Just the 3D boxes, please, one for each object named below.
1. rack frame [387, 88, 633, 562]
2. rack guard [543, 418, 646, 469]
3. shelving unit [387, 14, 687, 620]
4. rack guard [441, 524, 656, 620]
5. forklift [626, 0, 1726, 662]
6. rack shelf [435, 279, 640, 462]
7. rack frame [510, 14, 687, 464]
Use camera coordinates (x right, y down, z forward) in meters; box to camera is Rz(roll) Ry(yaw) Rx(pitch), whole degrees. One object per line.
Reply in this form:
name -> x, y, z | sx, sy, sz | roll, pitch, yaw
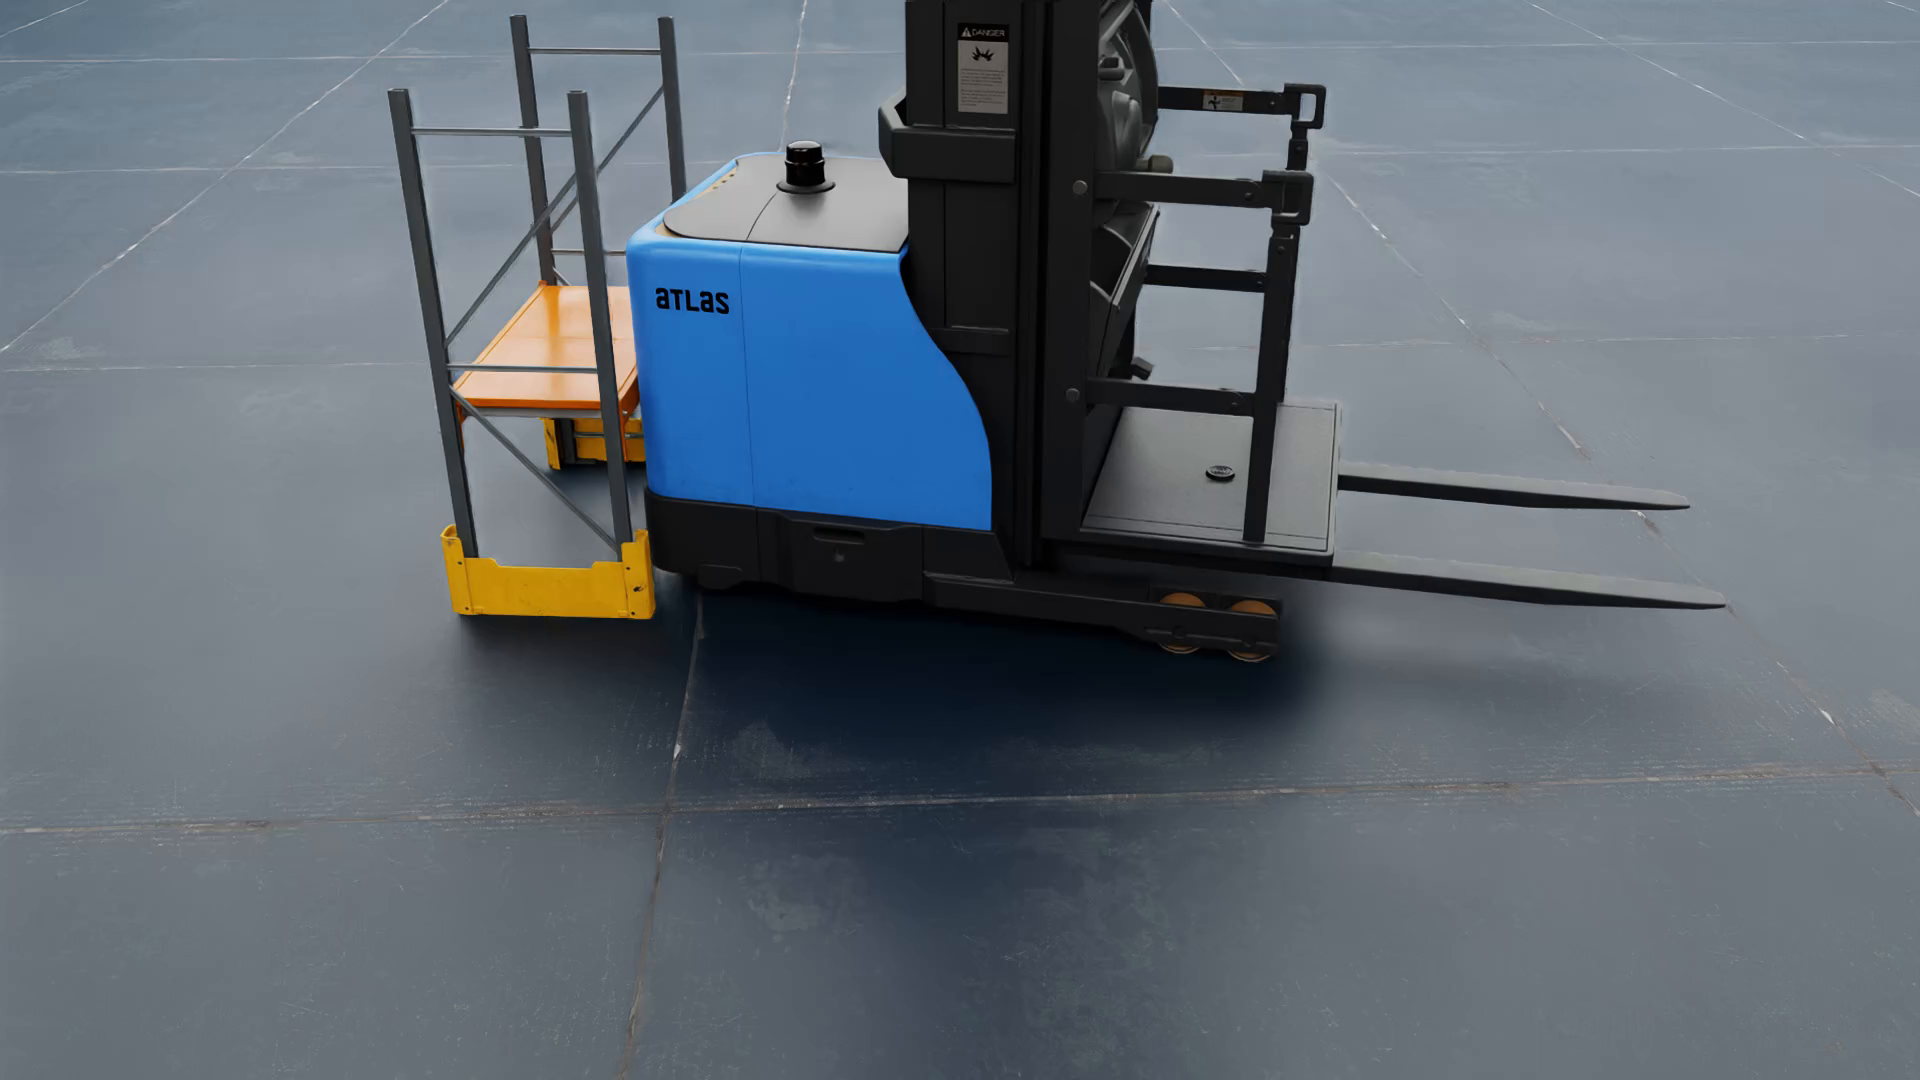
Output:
rack frame -> -1.185, -0.461, 4.512 | 0.500, 1.500, 0.032 | 2, 28, 3
rack guard -> -1.123, -0.367, 5.684 | 0.587, 0.250, 0.087 | 2, 28, 3
shelving unit -> -1.154, -0.692, 4.954 | 0.587, 1.500, 1.083 | 2, 28, 3
rack guard -> -1.185, 0.093, 4.802 | 0.587, 0.250, 0.087 | 2, 28, 3
forklift -> 0.641, -1.232, 4.443 | 3.031, 2.935, 1.130 | 6, 28, 11
rack shelf -> -1.154, -0.536, 5.045 | 0.538, 0.185, 1.000 | 2, 28, 3
rack frame -> -1.122, -0.930, 5.412 | 0.500, 1.500, 0.032 | 2, 28, 3
